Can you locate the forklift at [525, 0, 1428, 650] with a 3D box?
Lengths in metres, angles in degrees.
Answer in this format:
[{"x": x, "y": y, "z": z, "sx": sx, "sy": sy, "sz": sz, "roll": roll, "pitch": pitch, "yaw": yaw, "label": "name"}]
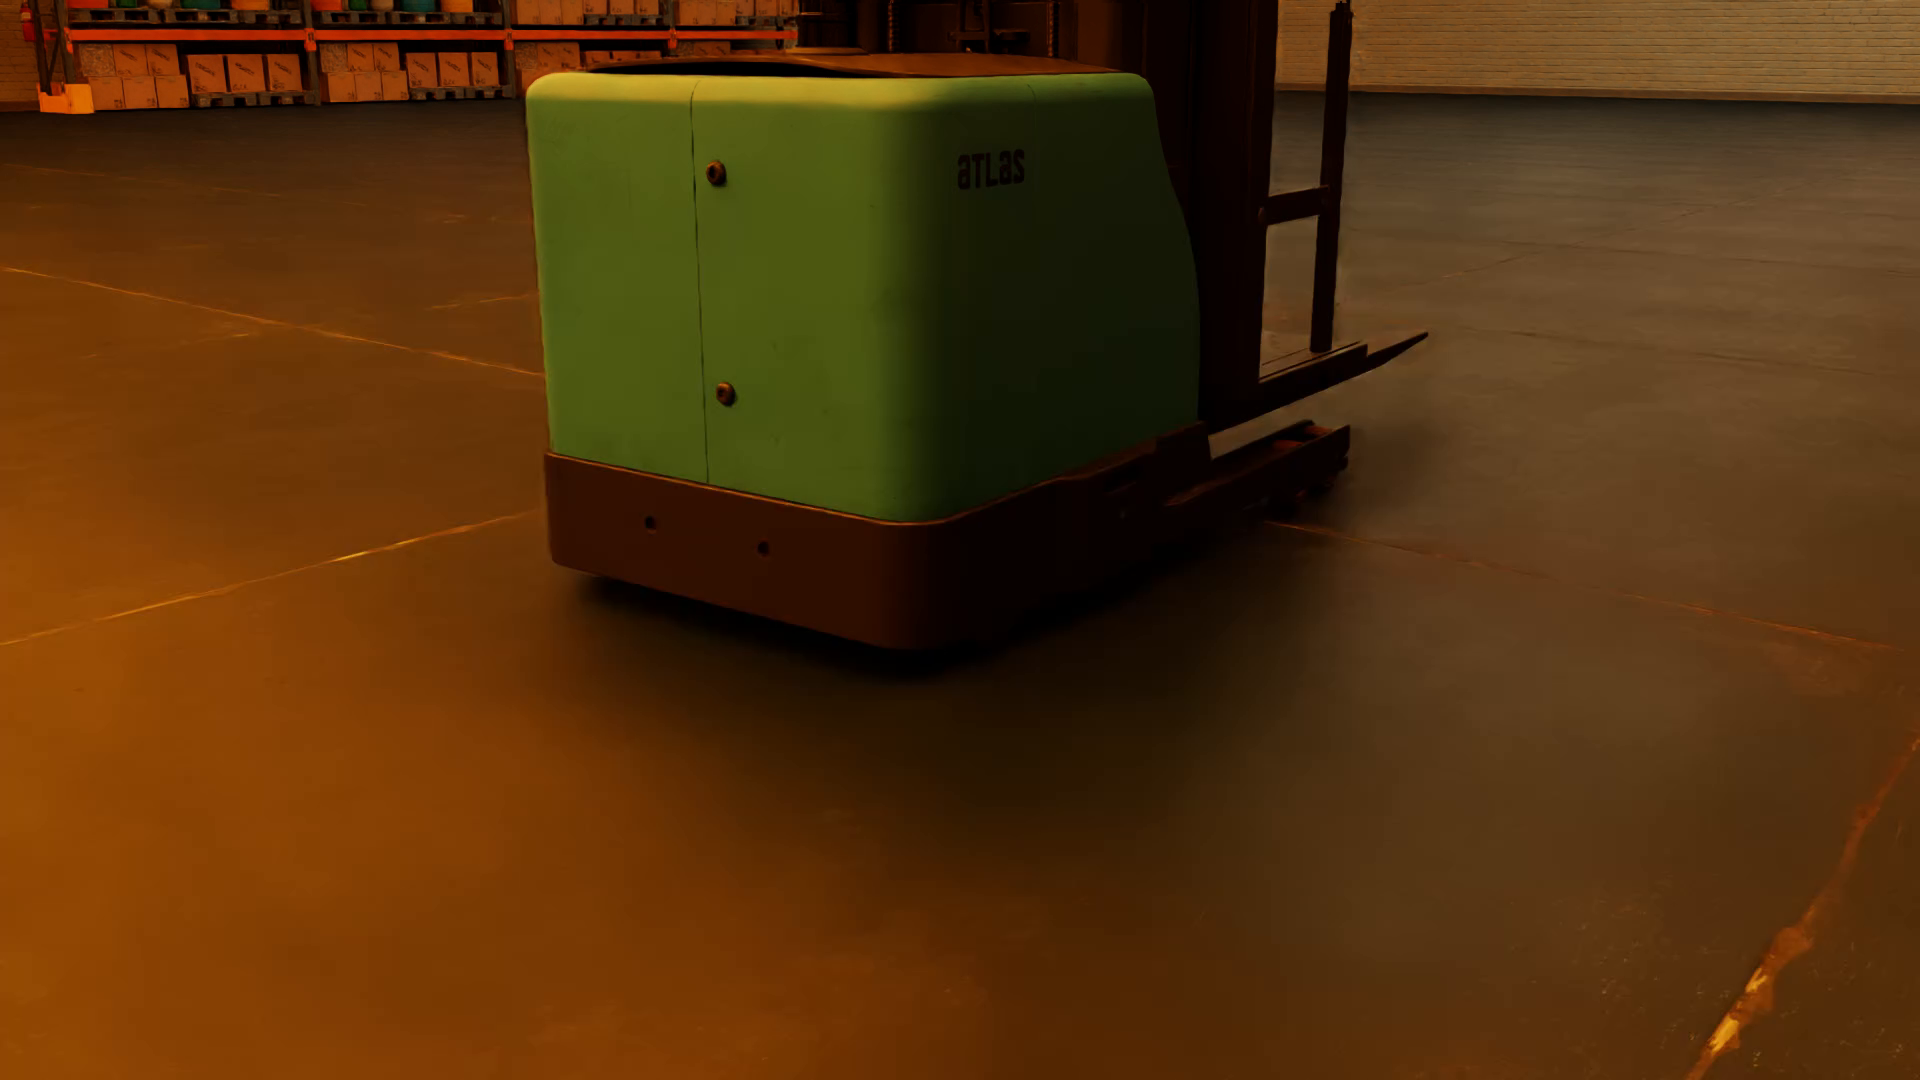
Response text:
[{"x": 0.379, "y": -1.567, "z": 4.058, "sx": 1.130, "sy": 2.935, "sz": 3.031, "roll": 12, "pitch": 20, "yaw": 33, "label": "forklift"}]
